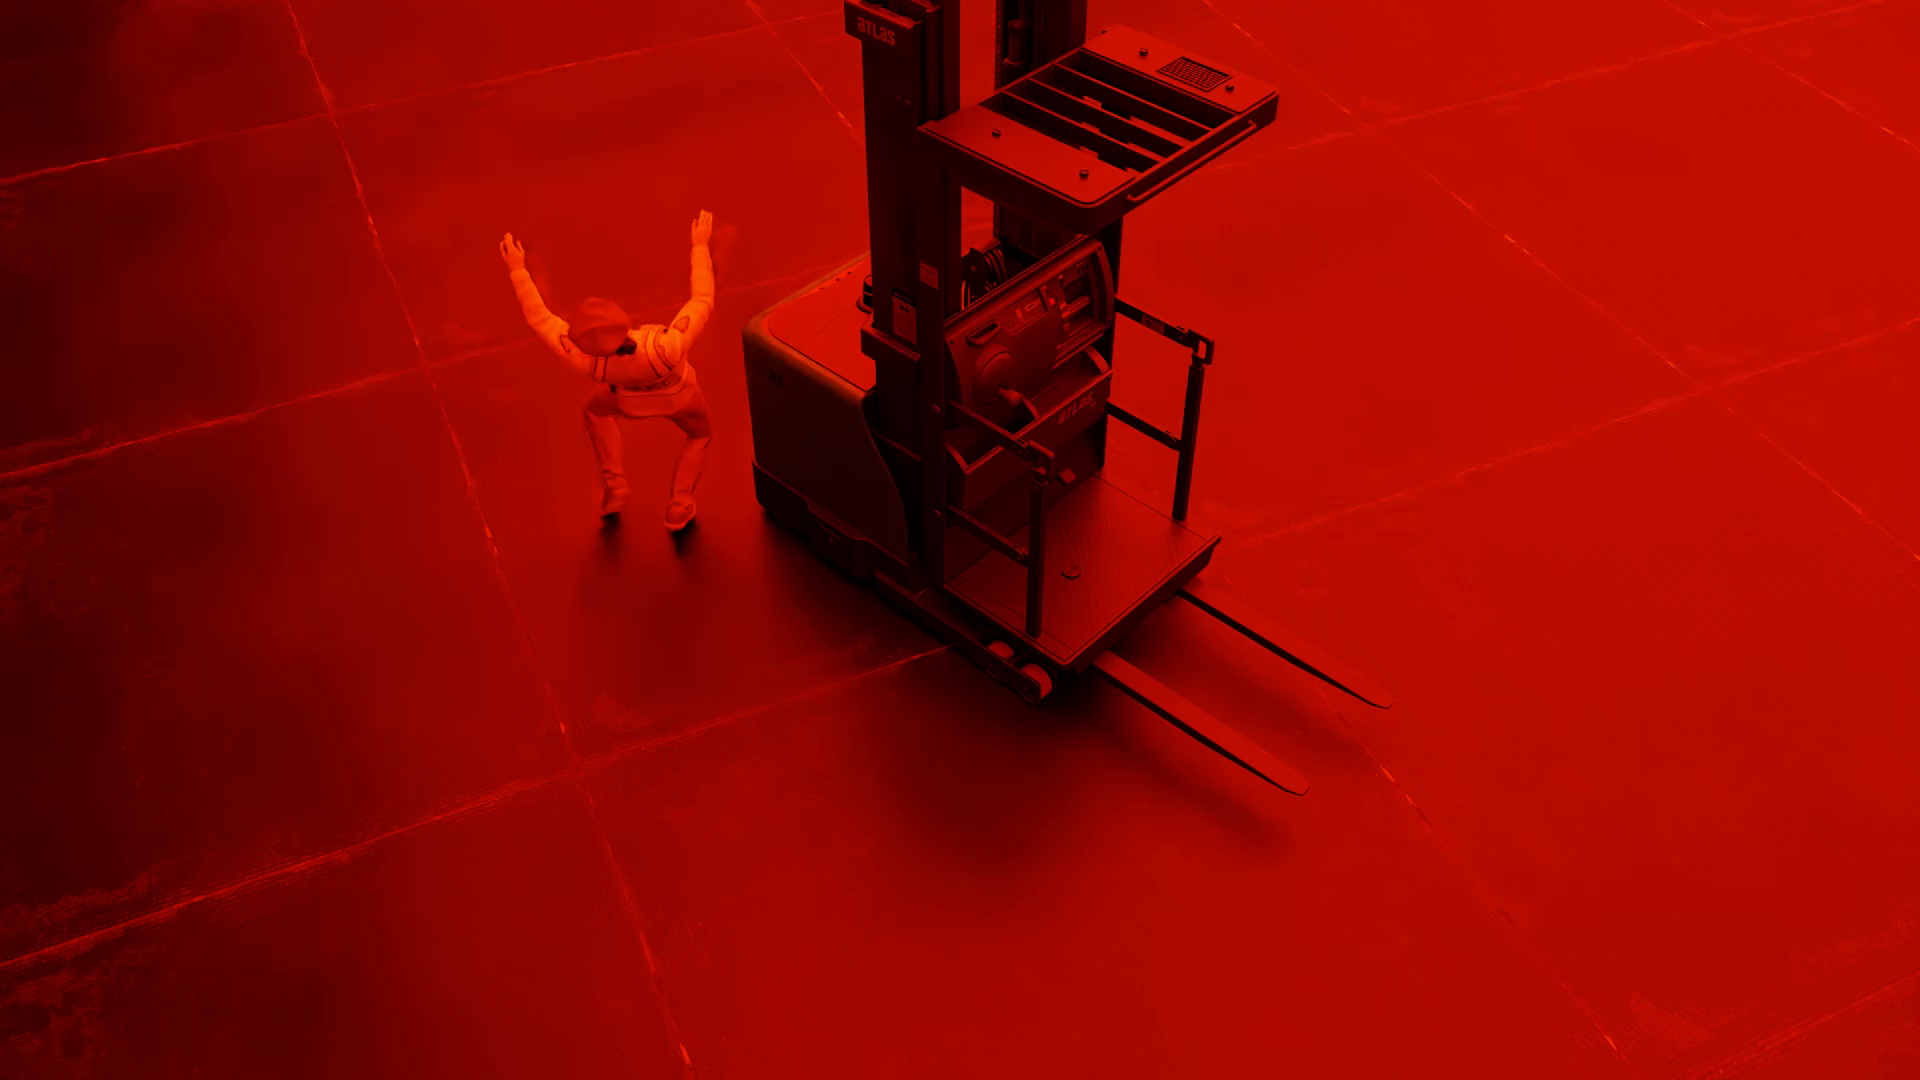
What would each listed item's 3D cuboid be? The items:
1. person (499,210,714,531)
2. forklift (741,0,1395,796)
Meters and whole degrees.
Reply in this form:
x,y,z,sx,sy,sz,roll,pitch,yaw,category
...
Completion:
x,y,z,sx,sy,sz,roll,pitch,yaw,category
-1.489,-0.649,7.402,0.876,1.540,0.755,-2,43,-2,person
0.445,-0.788,6.525,3.031,2.935,1.130,32,52,30,forklift
